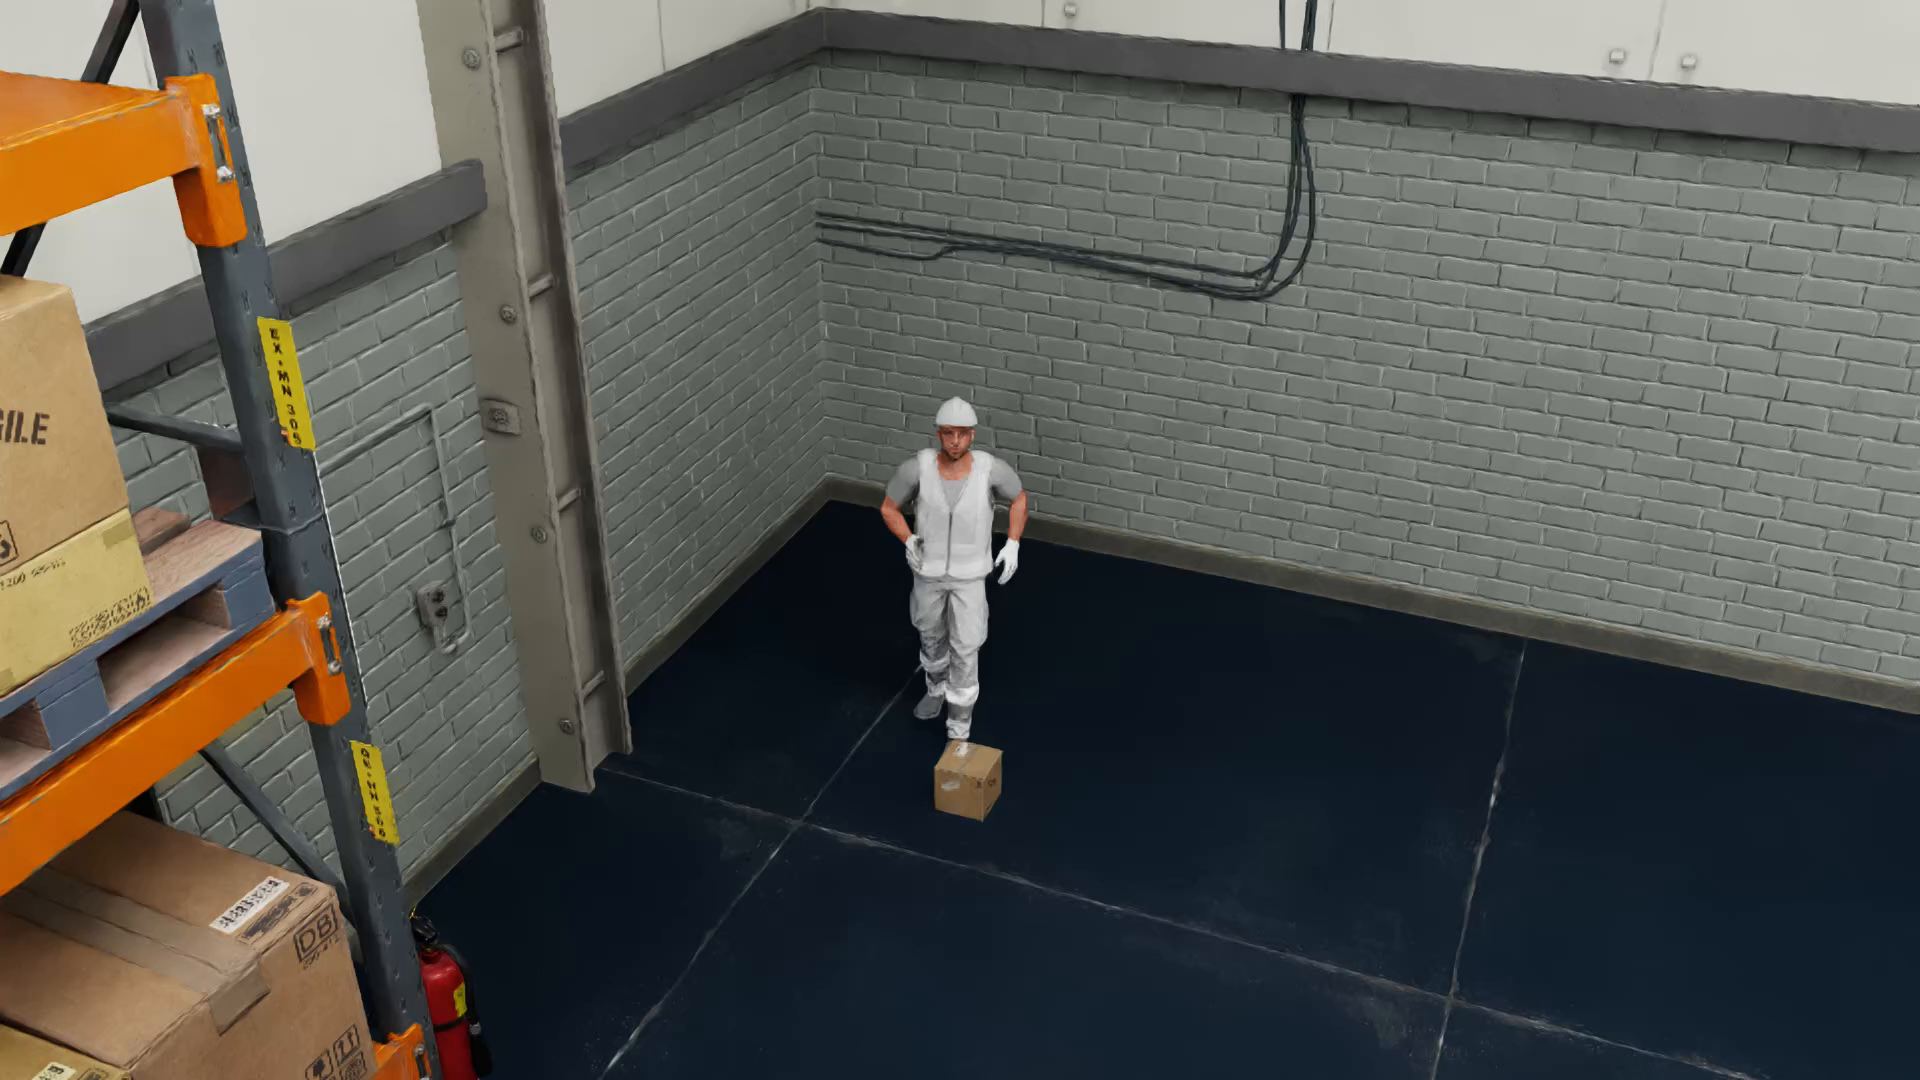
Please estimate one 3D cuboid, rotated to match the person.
[{"bbox_3d":[-0.047,0.215,8.001,0.709,1.796,0.709,2,29,4],"label":"person"}]
